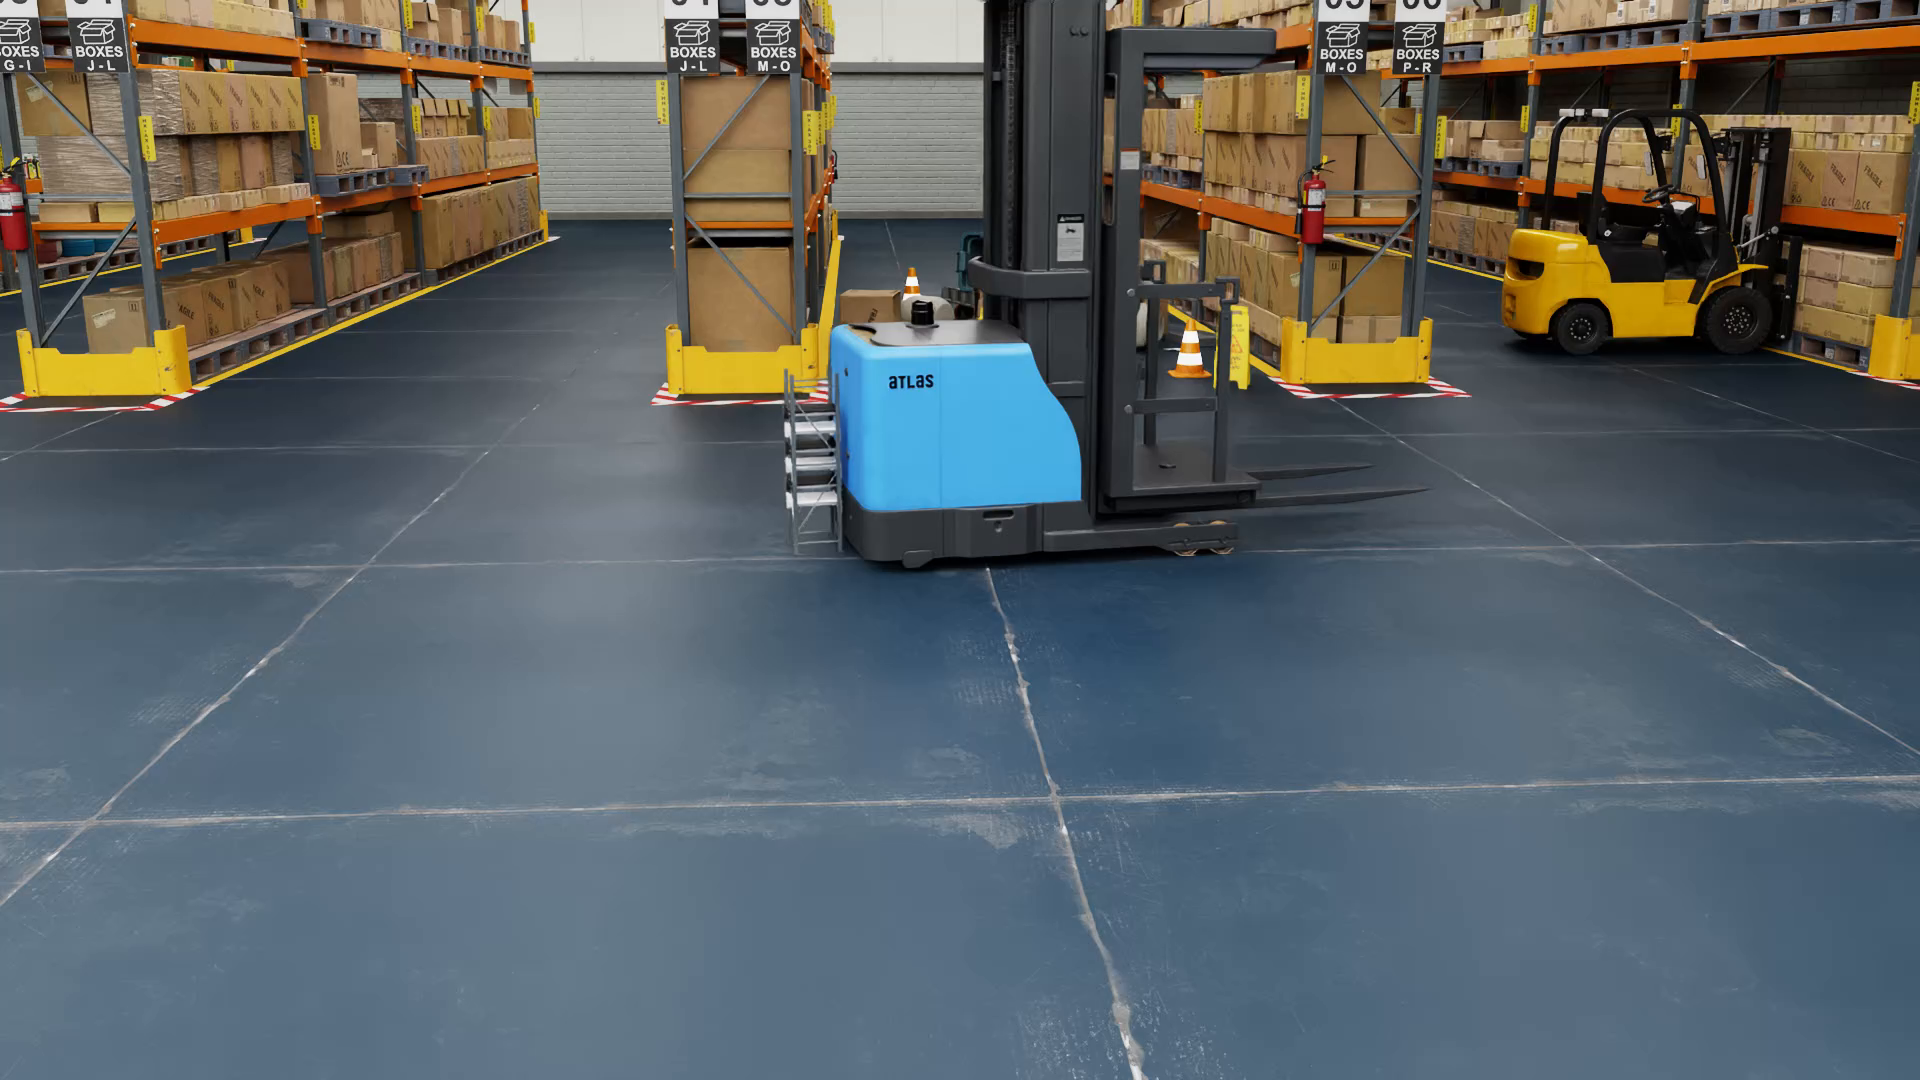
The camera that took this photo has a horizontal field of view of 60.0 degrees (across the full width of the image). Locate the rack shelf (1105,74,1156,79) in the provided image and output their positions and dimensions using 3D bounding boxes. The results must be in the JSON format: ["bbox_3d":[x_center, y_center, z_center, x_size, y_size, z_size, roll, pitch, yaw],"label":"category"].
[{"bbox_3d":[2.365,-7.332,26.427,1.077,0.370,4.000,-1,14,-3],"label":"rack shelf"}]

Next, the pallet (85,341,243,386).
[{"bbox_3d":[-6.678,-1.464,13.792,1.003,0.211,1.213,-1,14,-3],"label":"pallet"}]

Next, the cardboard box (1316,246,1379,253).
[{"bbox_3d":[3.420,-2.322,14.700,0.500,0.500,0.500,-1,14,-6],"label":"cardboard box"}]

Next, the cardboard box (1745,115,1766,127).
[{"bbox_3d":[7.750,-3.984,15.893,0.380,0.149,0.250,-1,14,-4],"label":"cardboard box"}]

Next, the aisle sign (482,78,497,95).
[{"bbox_3d":[-7.954,-7.844,27.777,0.394,0.787,0.004,-1,14,-3],"label":"aisle sign"}]

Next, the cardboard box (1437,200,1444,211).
[{"bbox_3d":[7.294,-4.954,24.632,0.380,0.149,0.250,-1,14,-5],"label":"cardboard box"}]

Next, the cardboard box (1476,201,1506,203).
[{"bbox_3d":[7.799,-4.902,24.431,0.380,0.149,0.250,-1,14,-3],"label":"cardboard box"}]

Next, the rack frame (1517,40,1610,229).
[{"bbox_3d":[7.691,-4.813,21.213,1.000,3.000,0.127,-1,14,-3],"label":"rack frame"}]

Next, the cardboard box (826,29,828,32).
[{"bbox_3d":[-2.321,-8.170,26.738,0.380,0.149,0.250,-1,14,-3],"label":"cardboard box"}]

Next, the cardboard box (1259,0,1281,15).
[{"bbox_3d":[2.865,-4.647,14.253,0.500,0.250,0.500,0,14,-2],"label":"cardboard box"}]

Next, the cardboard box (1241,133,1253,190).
[{"bbox_3d":[2.857,-3.445,15.096,0.500,0.500,0.500,-1,14,-3],"label":"cardboard box"}]

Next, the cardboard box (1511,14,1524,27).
[{"bbox_3d":[7.396,-6.744,21.600,0.380,0.149,0.250,-1,14,-5],"label":"cardboard box"}]

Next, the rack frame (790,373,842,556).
[{"bbox_3d":[-0.703,-0.366,8.143,0.240,0.900,0.006,-4,15,-13],"label":"rack frame"}]

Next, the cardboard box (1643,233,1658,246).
[{"bbox_3d":[7.895,-3.001,18.094,0.875,0.625,0.625,0,14,-1],"label":"cardboard box"}]

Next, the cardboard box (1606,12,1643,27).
[{"bbox_3d":[7.520,-5.862,18.729,0.380,0.149,0.250,-1,14,-4],"label":"cardboard box"}]

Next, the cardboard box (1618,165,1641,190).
[{"bbox_3d":[7.609,-3.992,18.322,0.500,0.250,0.500,-1,14,-4],"label":"cardboard box"}]

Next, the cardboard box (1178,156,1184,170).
[{"bbox_3d":[2.607,-4.139,18.254,0.380,0.149,0.250,-1,14,-3],"label":"cardboard box"}]

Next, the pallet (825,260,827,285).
[{"bbox_3d":[-2.244,-3.478,21.620,1.003,0.211,1.213,-1,14,-3],"label":"pallet"}]

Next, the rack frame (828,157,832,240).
[{"bbox_3d":[-2.693,-6.624,28.250,1.000,3.000,0.127,-1,14,-3],"label":"rack frame"}]

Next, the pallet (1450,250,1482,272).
[{"bbox_3d":[7.610,-3.951,23.461,1.003,0.211,1.213,-1,14,-3],"label":"pallet"}]

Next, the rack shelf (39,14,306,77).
[{"bbox_3d":[-6.782,-4.195,14.233,1.077,0.370,4.000,-1,14,-3],"label":"rack shelf"}]

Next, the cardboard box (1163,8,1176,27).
[{"bbox_3d":[2.786,-6.001,19.609,0.700,0.500,0.500,-1,14,-3],"label":"cardboard box"}]

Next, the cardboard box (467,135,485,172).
[{"bbox_3d":[-7.100,-5.514,23.735,0.500,0.500,0.500,-1,14,-3],"label":"cardboard box"}]

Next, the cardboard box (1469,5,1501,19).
[{"bbox_3d":[7.580,-7.595,24.038,0.396,0.266,0.258,-1,14,-3],"label":"cardboard box"}]

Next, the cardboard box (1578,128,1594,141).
[{"bbox_3d":[7.507,-4.771,19.547,0.380,0.149,0.250,-1,14,-2],"label":"cardboard box"}]

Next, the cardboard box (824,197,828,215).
[{"bbox_3d":[-2.128,-4.675,23.347,0.500,0.250,0.500,0,14,-1],"label":"cardboard box"}]

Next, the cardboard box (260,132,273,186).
[{"bbox_3d":[-6.944,-3.542,15.477,0.875,0.500,0.500,-1,14,-3],"label":"cardboard box"}]

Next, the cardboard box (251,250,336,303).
[{"bbox_3d":[-6.923,-2.743,17.302,0.700,0.500,0.500,-2,15,-8],"label":"cardboard box"}]

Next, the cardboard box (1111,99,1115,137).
[{"bbox_3d":[2.355,-5.770,22.724,0.500,0.500,0.500,-1,14,-4],"label":"cardboard box"}]

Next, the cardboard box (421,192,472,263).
[{"bbox_3d":[-7.224,-4.151,22.060,1.225,0.875,0.875,-1,14,-3],"label":"cardboard box"}]

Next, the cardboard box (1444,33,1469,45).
[{"bbox_3d":[7.090,-7.120,23.619,0.380,0.149,0.250,-1,14,-3],"label":"cardboard box"}]

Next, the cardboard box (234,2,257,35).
[{"bbox_3d":[-6.559,-4.602,14.673,0.500,0.250,0.500,-1,14,-4],"label":"cardboard box"}]

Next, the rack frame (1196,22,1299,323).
[{"bbox_3d":[2.985,-3.741,17.045,1.000,3.000,0.127,-1,14,-3],"label":"rack frame"}]

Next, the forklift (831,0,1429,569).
[{"bbox_3d":[0.900,-1.460,8.319,3.031,2.935,1.130,-4,15,-13],"label":"forklift"}]

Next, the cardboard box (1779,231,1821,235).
[{"bbox_3d":[8.208,-2.929,16.559,0.500,0.250,0.500,-1,14,-4],"label":"cardboard box"}]

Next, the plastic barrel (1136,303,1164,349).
[{"bbox_3d":[1.593,-1.989,15.405,0.512,0.421,0.421,10,18,35],"label":"plastic barrel"}]

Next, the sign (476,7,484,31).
[{"bbox_3d":[-6.861,-7.444,23.748,0.100,0.325,0.005,-1,14,-3],"label":"sign"}]

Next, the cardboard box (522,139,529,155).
[{"bbox_3d":[-7.324,-6.401,27.088,0.500,0.250,0.500,-1,14,-4],"label":"cardboard box"}]

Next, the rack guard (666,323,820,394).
[{"bbox_3d":[-1.700,-1.428,13.072,1.175,0.500,0.348,-1,14,-3],"label":"rack guard"}]

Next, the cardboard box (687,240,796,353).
[{"bbox_3d":[-1.810,-1.986,13.648,0.875,0.875,0.875,-1,14,-3],"label":"cardboard box"}]

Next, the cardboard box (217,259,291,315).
[{"bbox_3d":[-6.922,-2.480,16.321,0.500,0.500,0.500,-1,14,-5],"label":"cardboard box"}]

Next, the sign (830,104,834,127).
[{"bbox_3d":[-1.892,-6.199,24.276,0.100,0.325,0.005,-1,14,-3],"label":"sign"}]

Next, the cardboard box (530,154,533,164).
[{"bbox_3d":[-7.281,-6.302,27.505,0.380,0.149,0.250,-1,14,-3],"label":"cardboard box"}]

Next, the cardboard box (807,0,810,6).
[{"bbox_3d":[-1.545,-4.884,14.929,0.380,0.149,0.250,-1,14,-3],"label":"cardboard box"}]

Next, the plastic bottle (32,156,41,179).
[{"bbox_3d":[-11.808,-4.769,21.274,0.061,0.283,0.133,-1,14,-3],"label":"plastic bottle"}]

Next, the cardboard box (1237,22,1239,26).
[{"bbox_3d":[2.821,-4.802,15.653,0.380,0.149,0.250,0,14,-2],"label":"cardboard box"}]

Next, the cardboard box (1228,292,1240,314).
[{"bbox_3d":[2.832,-2.197,15.721,0.500,0.250,0.500,-1,14,-4],"label":"cardboard box"}]

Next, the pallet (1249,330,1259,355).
[{"bbox_3d":[3.140,-1.920,15.563,1.003,0.211,1.213,-1,14,-3],"label":"pallet"}]

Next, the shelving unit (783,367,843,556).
[{"bbox_3d":[-0.727,-0.391,8.238,0.258,0.900,0.210,-4,15,-13],"label":"shelving unit"}]

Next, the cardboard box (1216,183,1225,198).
[{"bbox_3d":[2.751,-3.474,16.512,0.380,0.149,0.250,0,14,-2],"label":"cardboard box"}]

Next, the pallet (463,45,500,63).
[{"bbox_3d":[-7.442,-7.191,24.612,1.003,0.211,1.213,-1,14,-3],"label":"pallet"}]
